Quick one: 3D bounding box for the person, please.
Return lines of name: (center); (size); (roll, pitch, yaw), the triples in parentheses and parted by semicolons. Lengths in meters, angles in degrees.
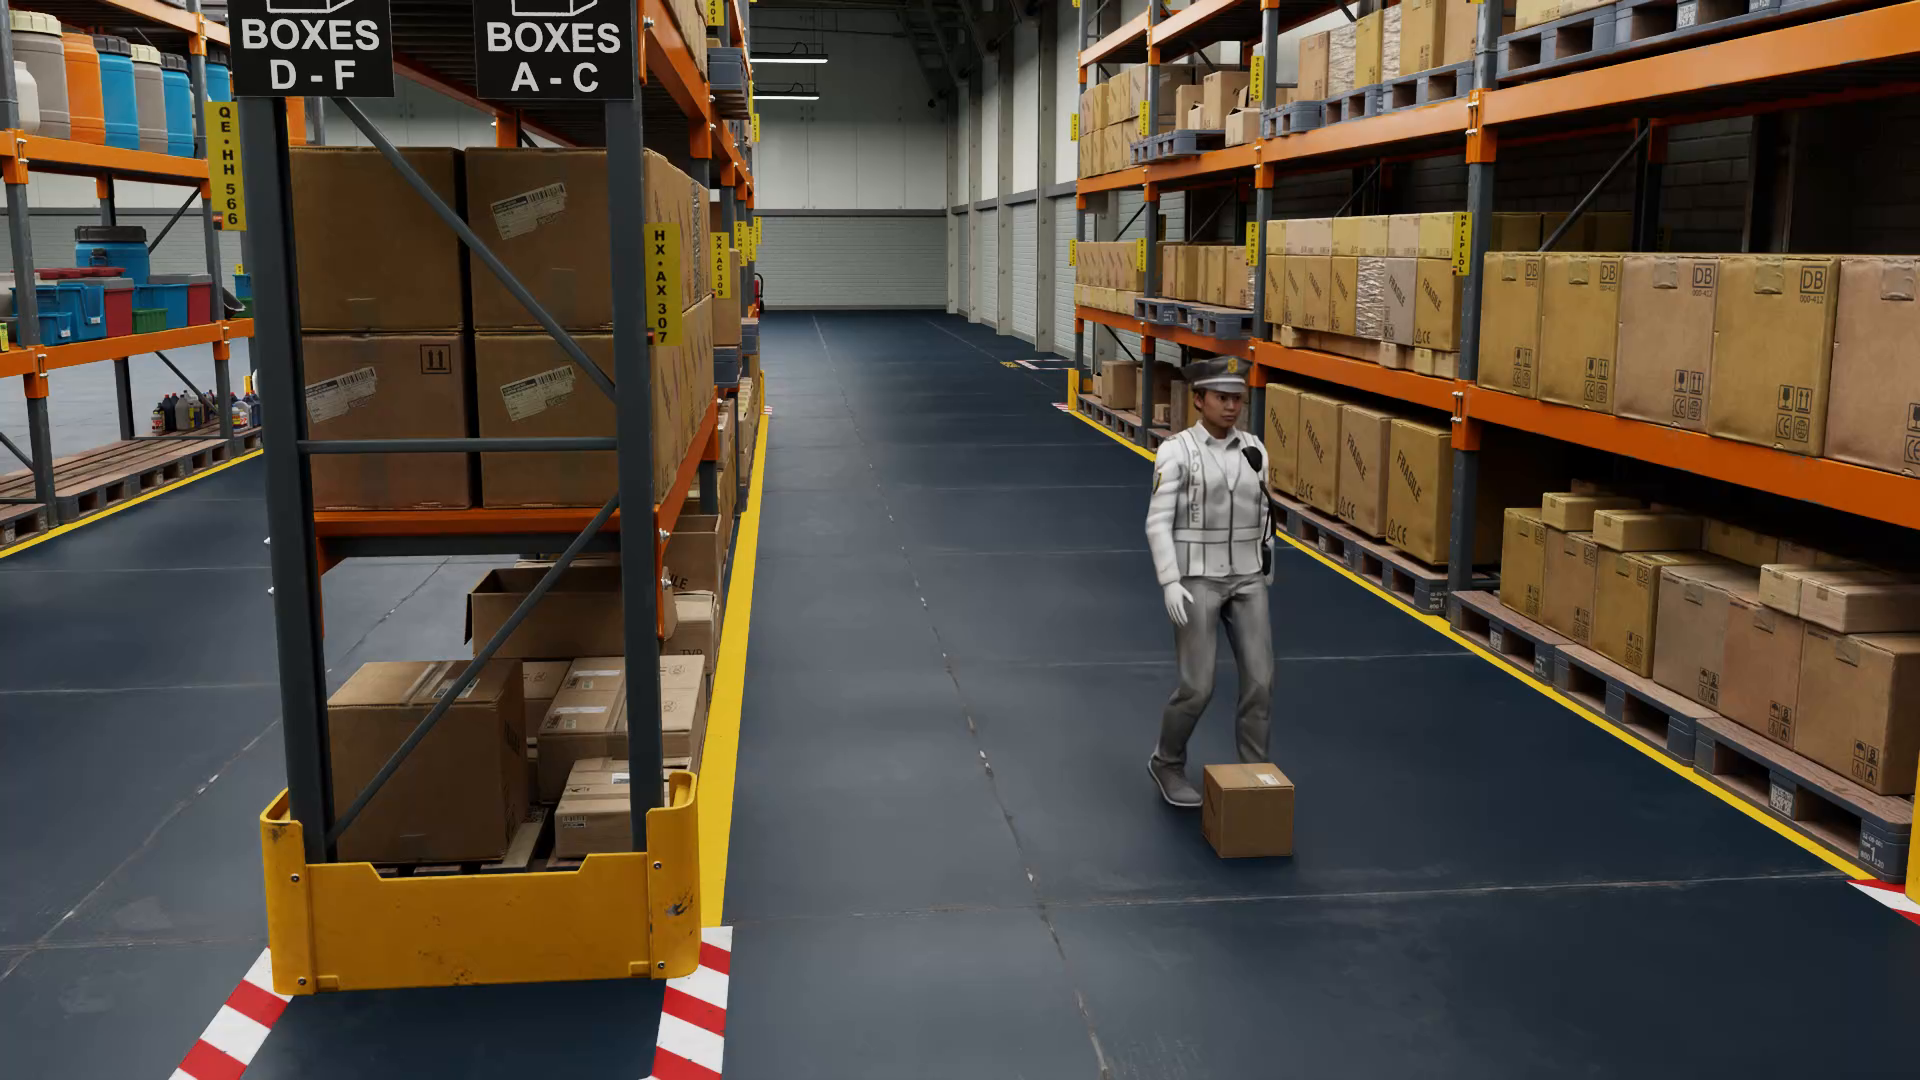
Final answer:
person: (0.953, 0.174, 5.985); (0.518, 1.665, 0.565); (-3, 10, -16)
